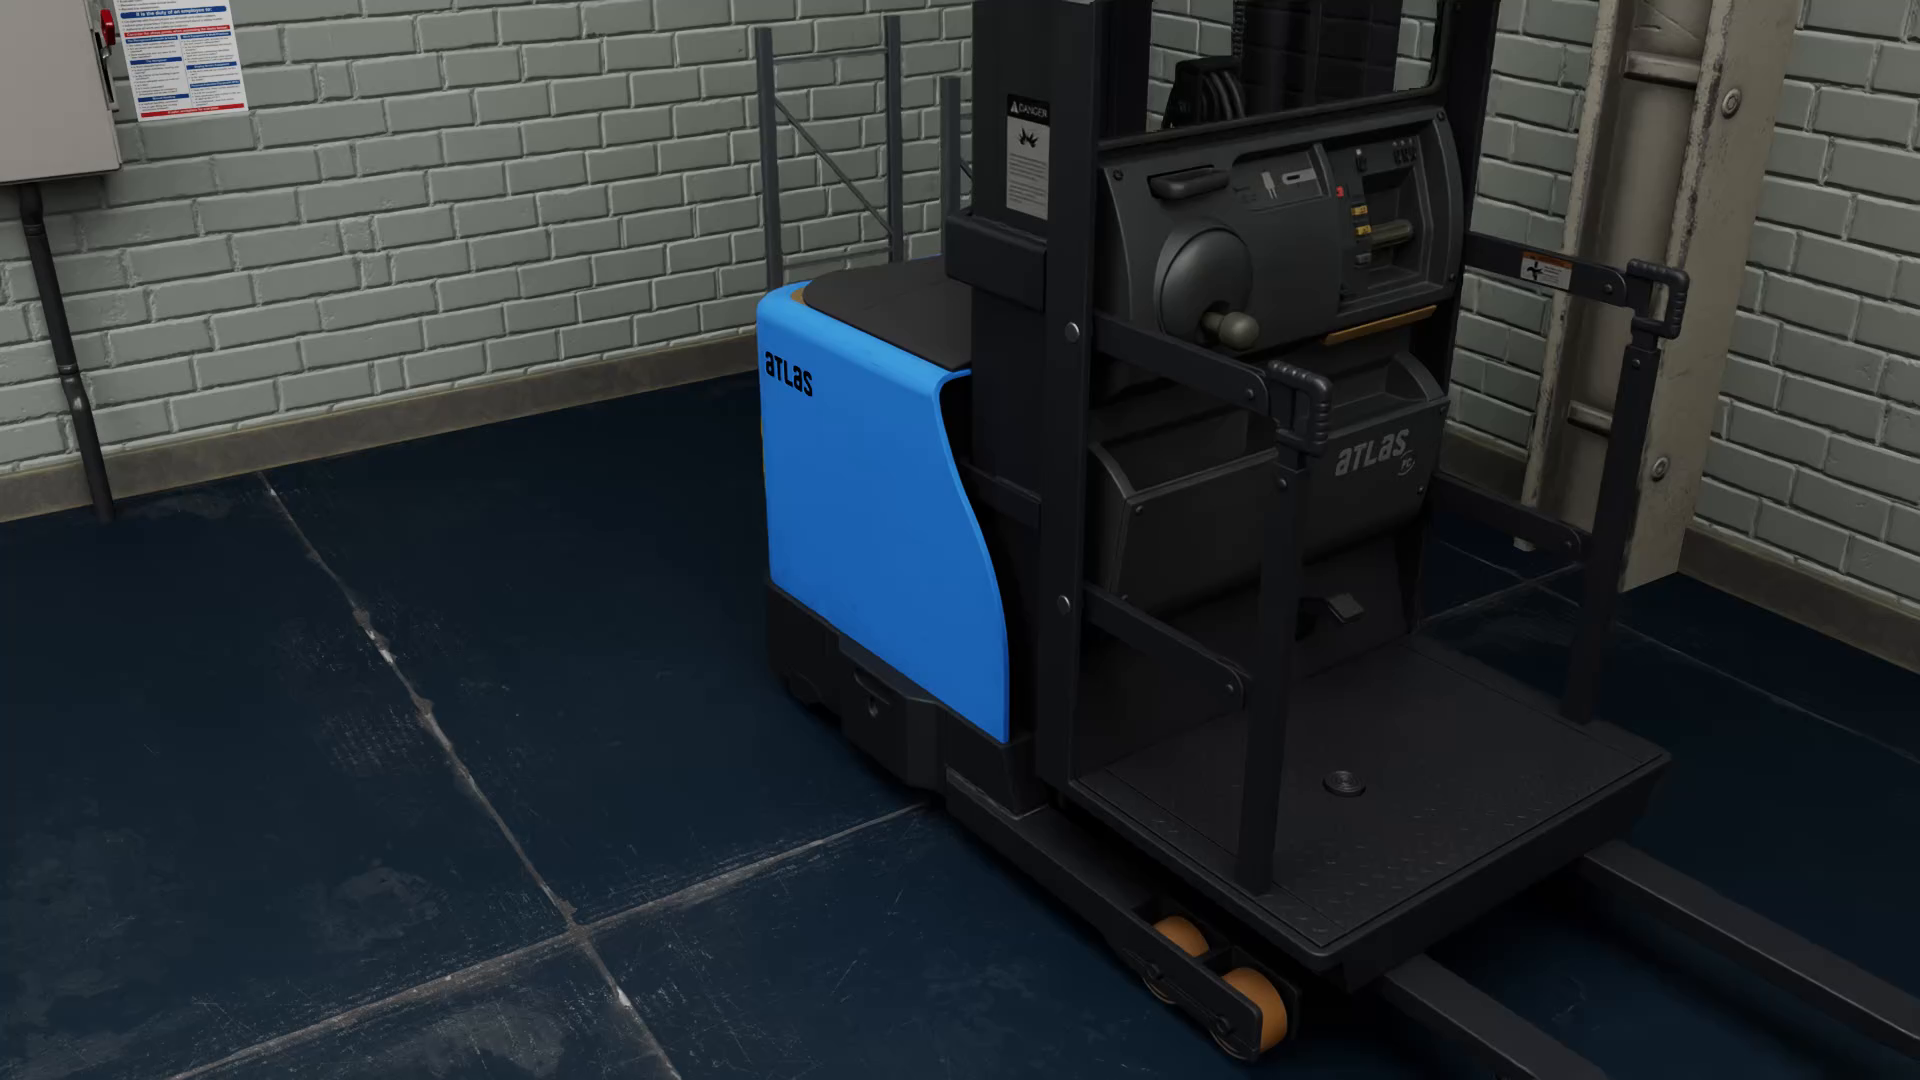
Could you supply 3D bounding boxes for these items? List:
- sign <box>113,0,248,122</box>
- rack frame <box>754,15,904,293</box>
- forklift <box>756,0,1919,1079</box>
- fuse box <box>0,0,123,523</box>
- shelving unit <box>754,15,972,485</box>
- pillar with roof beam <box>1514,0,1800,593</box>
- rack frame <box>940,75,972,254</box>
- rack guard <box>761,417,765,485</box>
[{"bbox_3d":[-2.429,-1.567,5.168,0.329,0.494,0.001,-16,29,-30],"label":"sign"},{"bbox_3d":[-0.404,-0.917,5.436,0.500,1.500,0.032,-16,30,-30],"label":"rack frame"},{"bbox_3d":[0.774,-0.579,3.042,1.130,2.935,3.031,-18,31,-33],"label":"forklift"},{"bbox_3d":[-2.729,-0.839,5.022,0.539,1.711,0.414,-16,29,-30],"label":"fuse box"},{"bbox_3d":[-0.125,-0.741,5.062,0.587,1.500,1.083,-16,30,-30],"label":"shelving unit"},{"bbox_3d":[-1.638,-3.015,1.095,9.100,9.000,0.400,-16,29,-30],"label":"pillar with roof beam"},{"bbox_3d":[0.165,-0.557,4.674,0.500,1.500,0.032,-16,30,-30],"label":"rack frame"},{"bbox_3d":[-0.403,-0.352,5.702,0.587,0.250,0.087,-16,30,-30],"label":"rack guard"}]
